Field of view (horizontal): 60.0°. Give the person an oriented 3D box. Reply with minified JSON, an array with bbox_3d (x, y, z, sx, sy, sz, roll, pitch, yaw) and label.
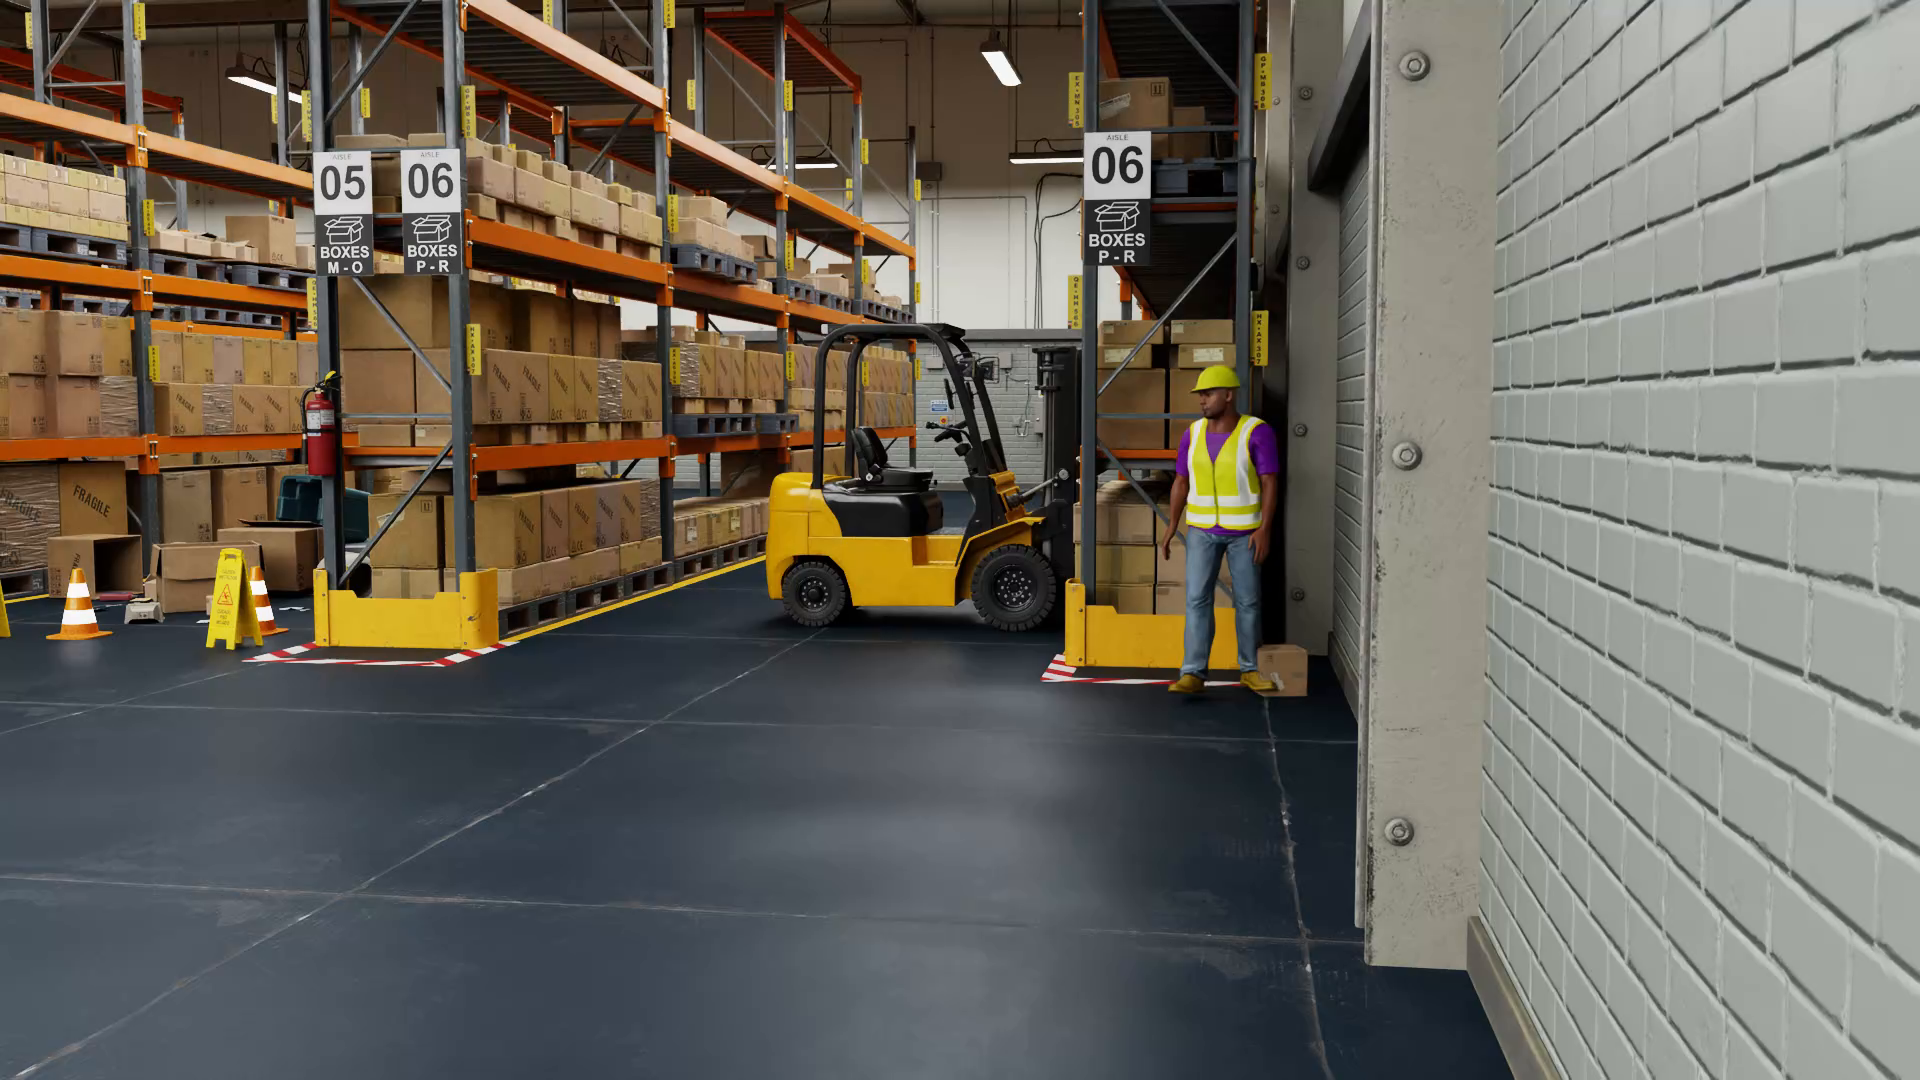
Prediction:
[{"bbox_3d":[1.383,-0.050,8.913,0.647,1.766,0.607,2,5,25],"label":"person"}]
